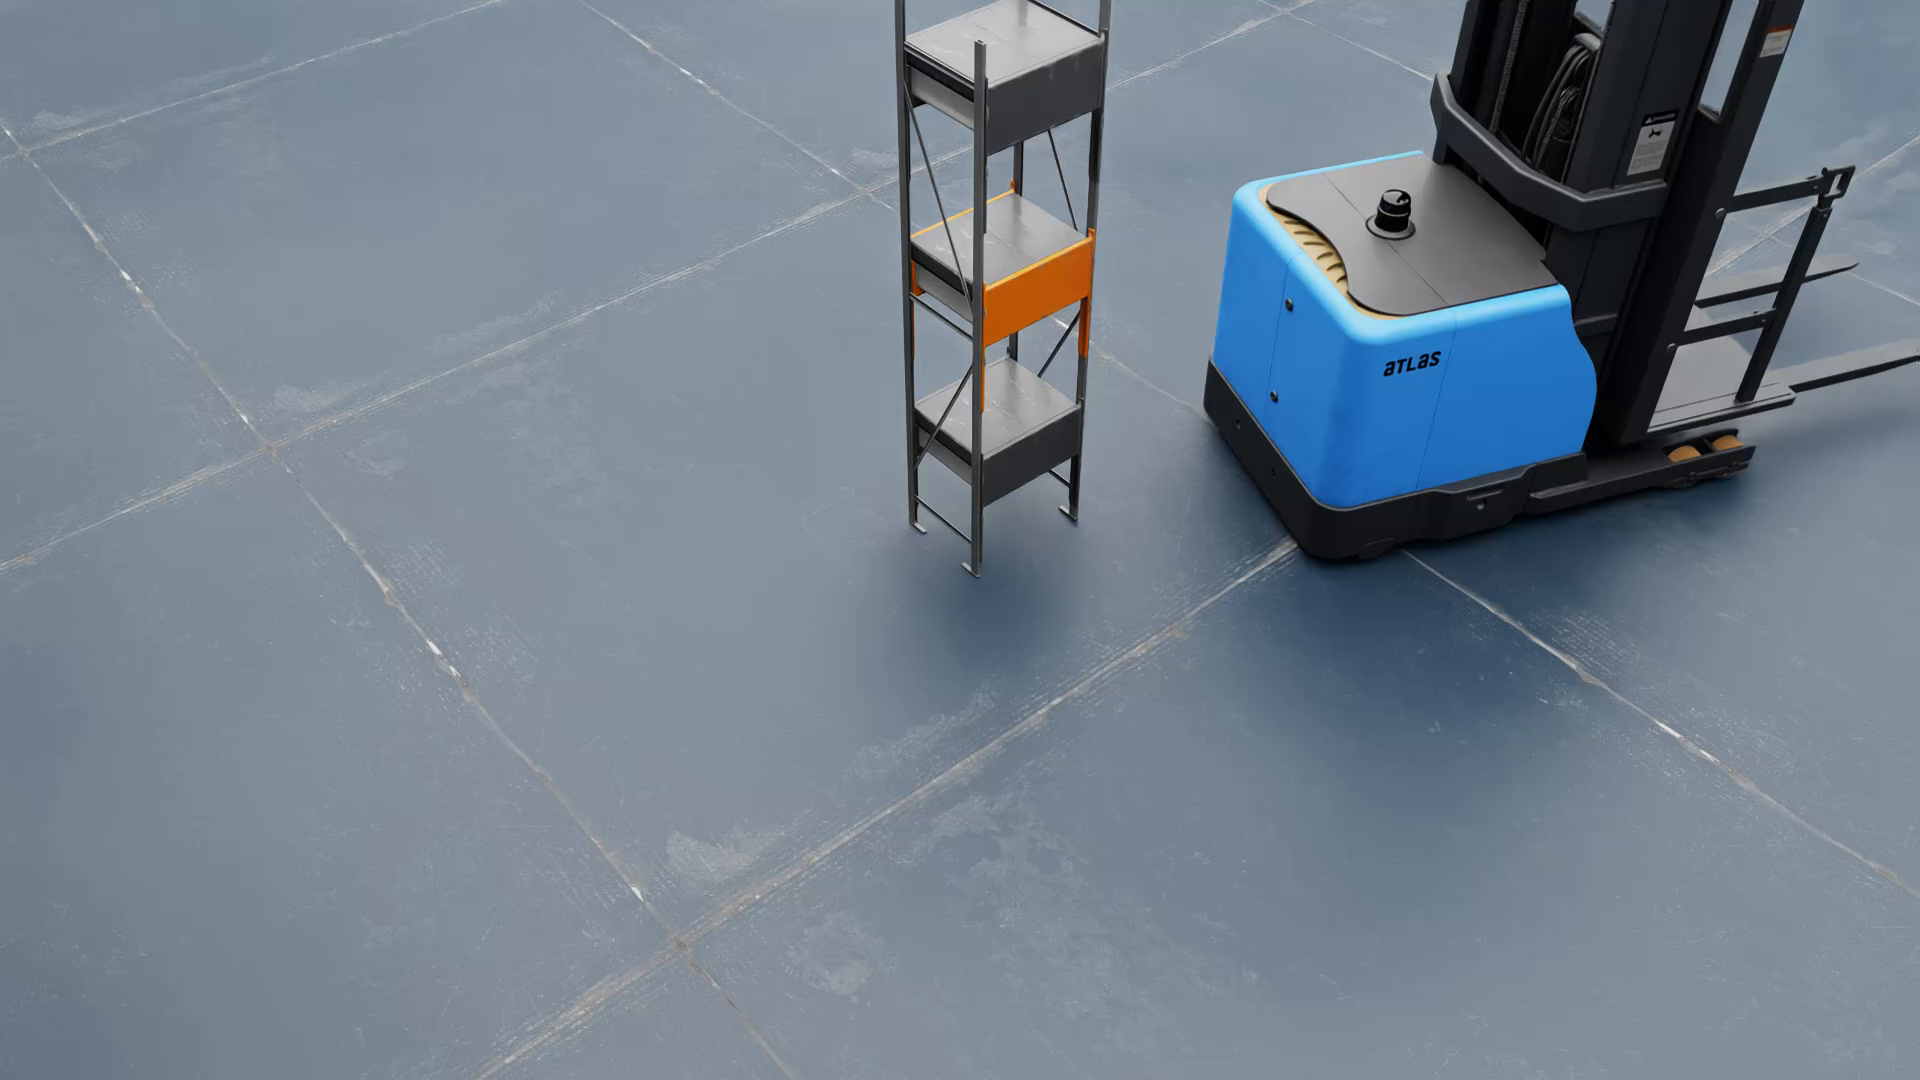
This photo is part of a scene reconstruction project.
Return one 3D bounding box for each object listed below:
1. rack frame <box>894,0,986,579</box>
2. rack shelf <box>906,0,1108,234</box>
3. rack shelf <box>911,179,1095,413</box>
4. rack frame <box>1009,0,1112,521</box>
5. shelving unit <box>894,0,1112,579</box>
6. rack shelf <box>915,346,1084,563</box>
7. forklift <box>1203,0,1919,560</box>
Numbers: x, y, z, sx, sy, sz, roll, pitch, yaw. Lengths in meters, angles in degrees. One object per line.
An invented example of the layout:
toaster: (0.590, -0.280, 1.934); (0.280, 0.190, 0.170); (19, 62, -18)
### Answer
rack frame: (-0.060, -0.731, 5.494); (0.015, 2.100, 0.400); (-30, 51, -28)
rack shelf: (0.127, -1.338, 5.139); (0.480, 0.518, 0.431); (-30, 51, -28)
rack shelf: (0.127, -0.828, 5.618); (0.480, 0.518, 0.431); (-30, 51, -28)
rack frame: (0.314, -0.945, 5.723); (0.015, 2.100, 0.400); (-30, 51, -28)
shelving unit: (0.127, -0.838, 5.609); (0.503, 2.100, 0.431); (-30, 51, -28)
rack shelf: (0.127, -0.318, 6.097); (0.480, 0.518, 0.431); (-30, 51, -28)
forklift: (2.557, -1.599, 5.812); (3.031, 2.935, 1.130); (-13, 45, -14)
